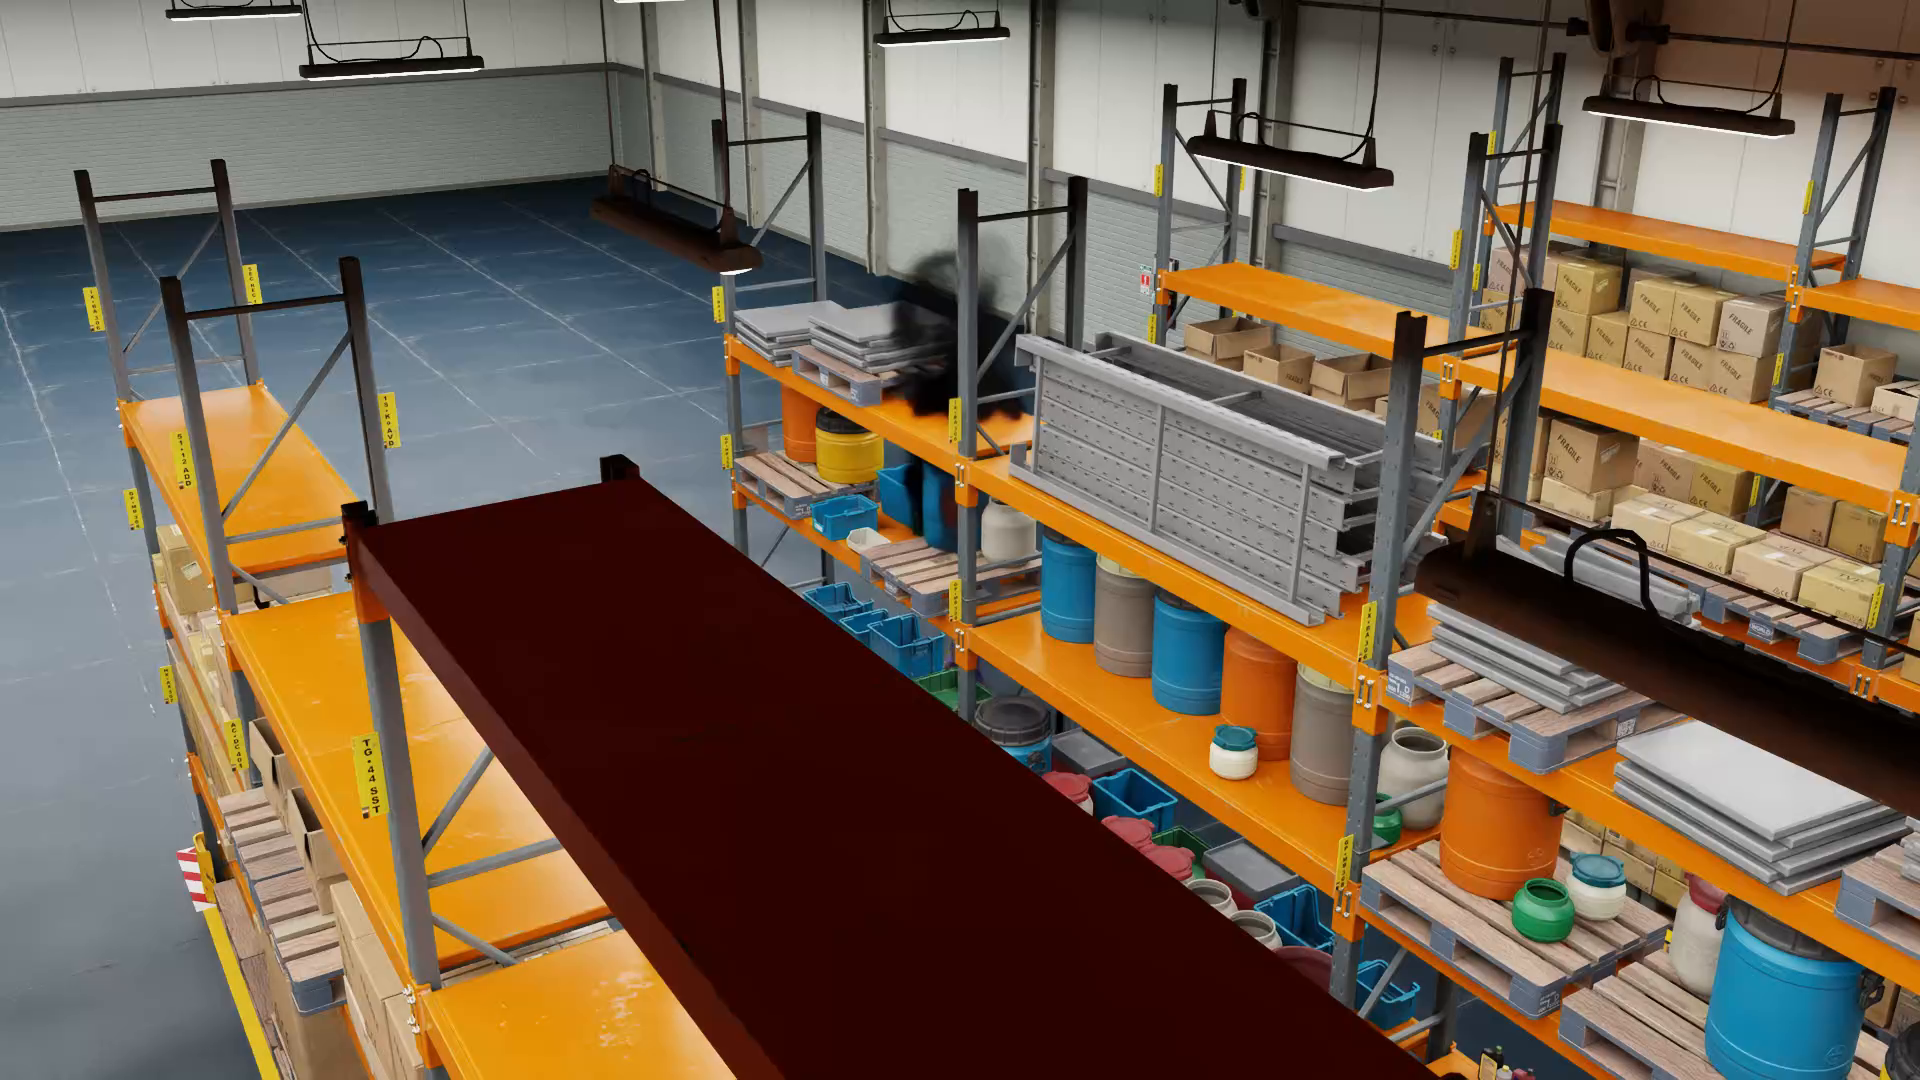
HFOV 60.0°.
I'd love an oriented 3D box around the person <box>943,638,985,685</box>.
[{"bbox_3d":[0.004,0.695,16.669,0.617,1.691,0.880,-17,28,-37],"label":"person"}]
